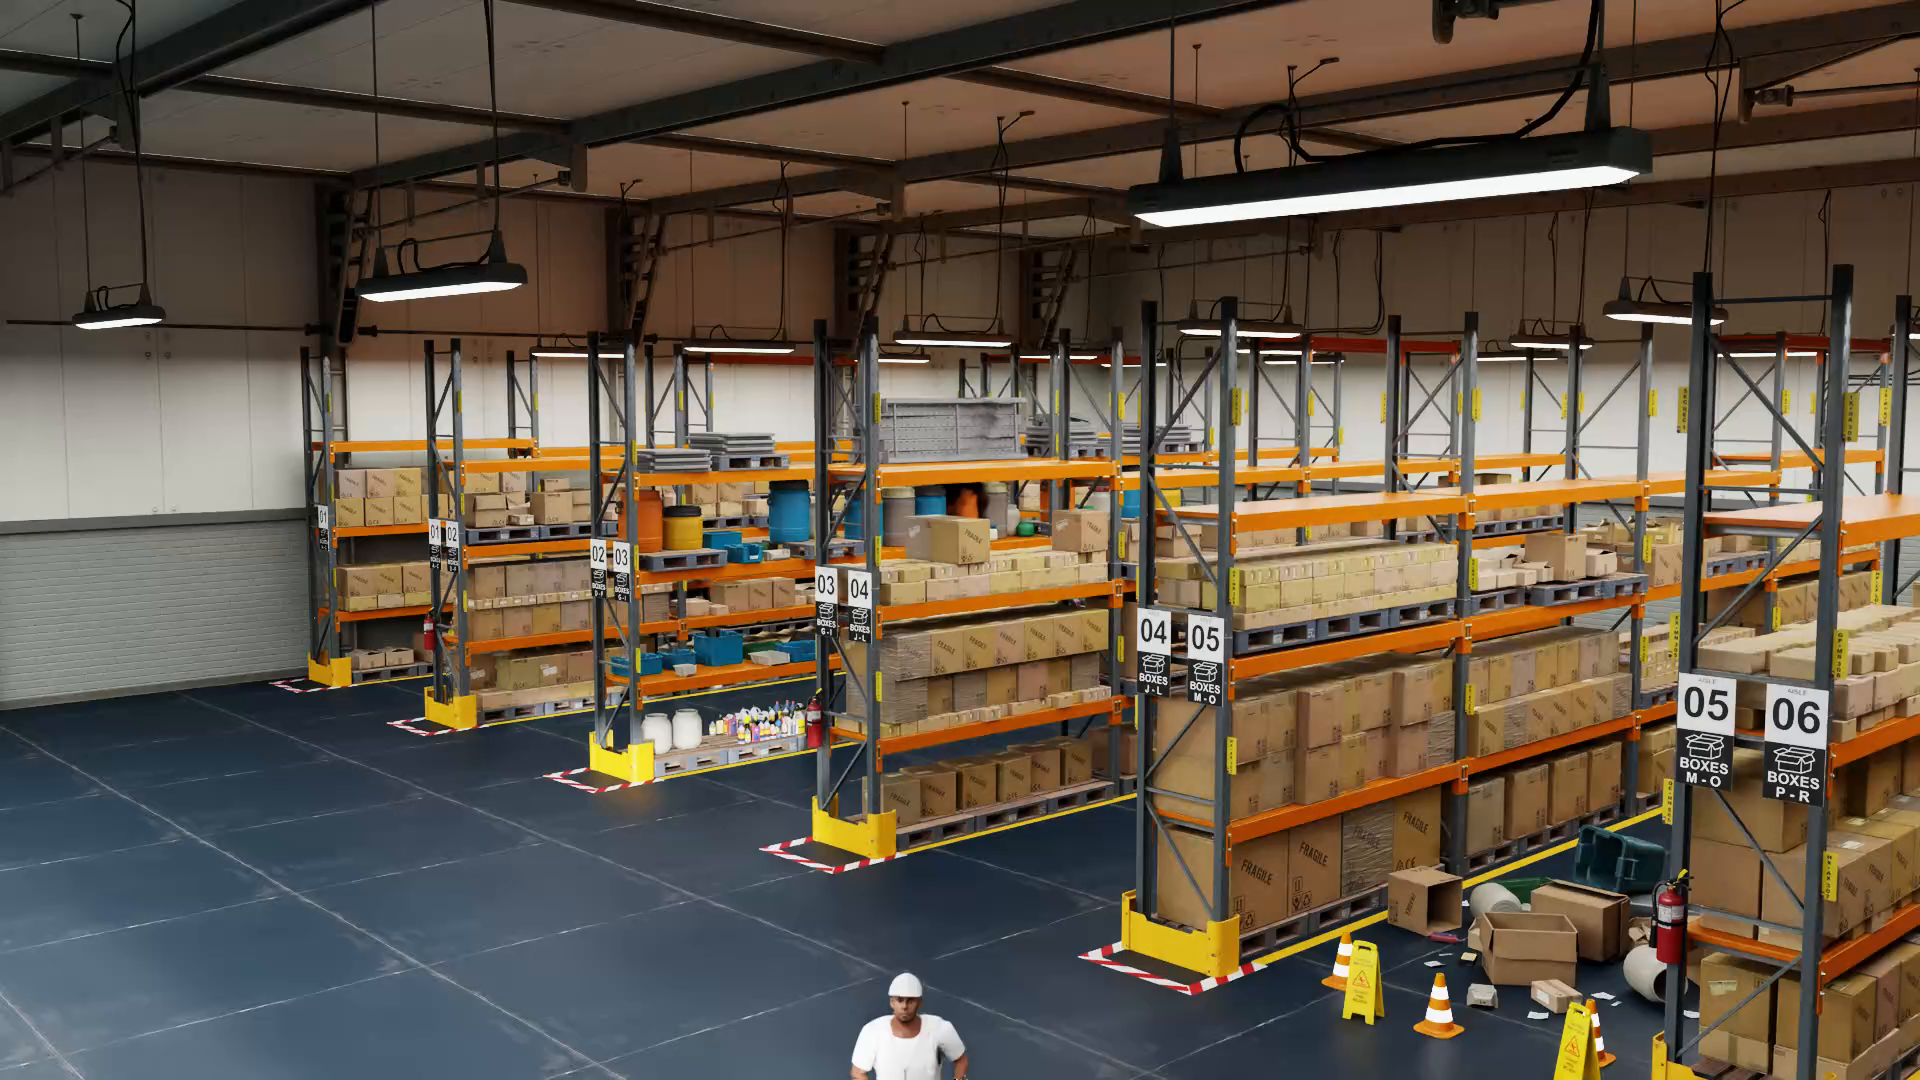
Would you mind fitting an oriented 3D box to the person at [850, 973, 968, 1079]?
[{"bbox_3d":[-0.313,3.440,9.916,0.700,1.720,0.582,0,5,3],"label":"person"}]

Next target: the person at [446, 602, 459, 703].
[{"bbox_3d":[-8.316,1.851,27.857,0.697,1.759,0.823,5,7,44],"label":"person"}]

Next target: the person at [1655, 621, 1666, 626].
[{"bbox_3d":[10.903,2.078,25.827,0.702,1.621,0.604,-3,6,-34],"label":"person"}]
